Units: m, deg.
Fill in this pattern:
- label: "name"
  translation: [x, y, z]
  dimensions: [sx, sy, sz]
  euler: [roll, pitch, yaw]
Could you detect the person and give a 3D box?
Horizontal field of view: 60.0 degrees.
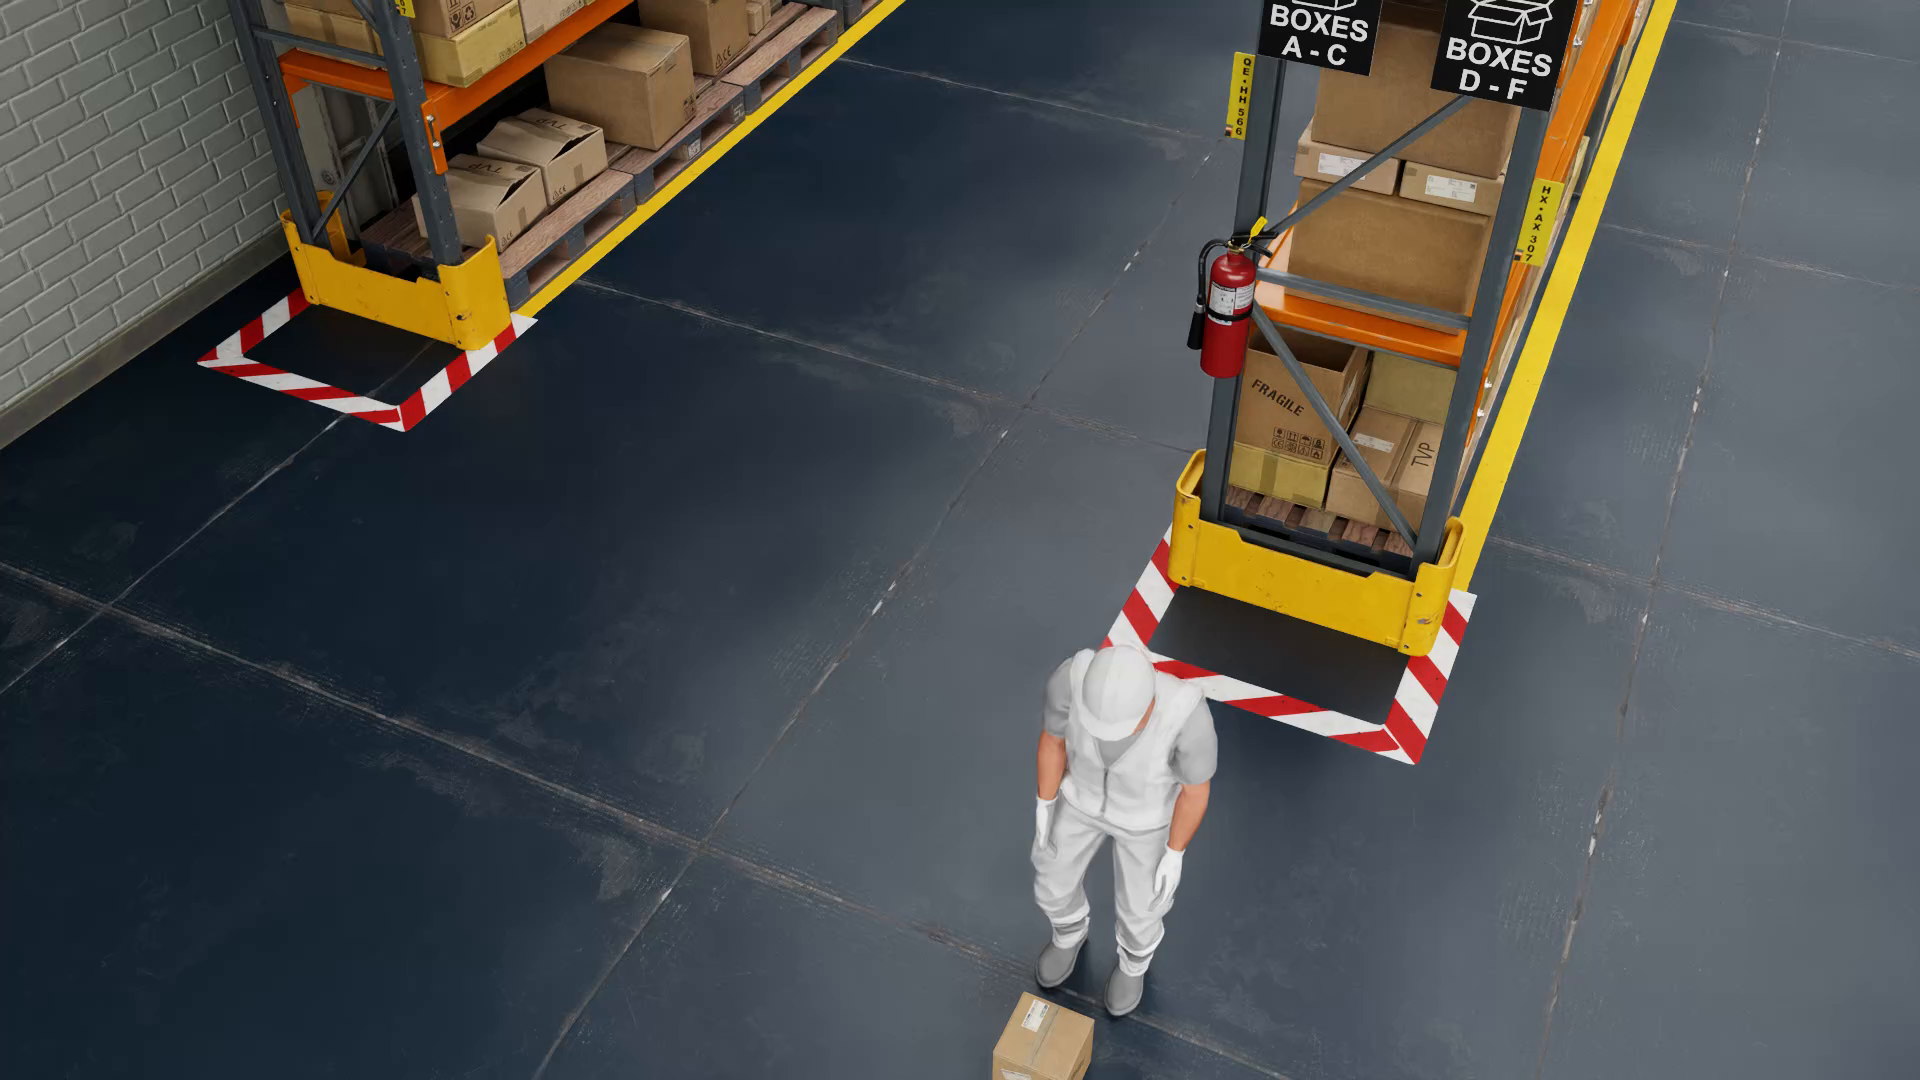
- label: "person"
  translation: [0.492, 0.883, 5.217]
  dimensions: [0.554, 1.698, 0.516]
  euler: [18, 45, 20]
